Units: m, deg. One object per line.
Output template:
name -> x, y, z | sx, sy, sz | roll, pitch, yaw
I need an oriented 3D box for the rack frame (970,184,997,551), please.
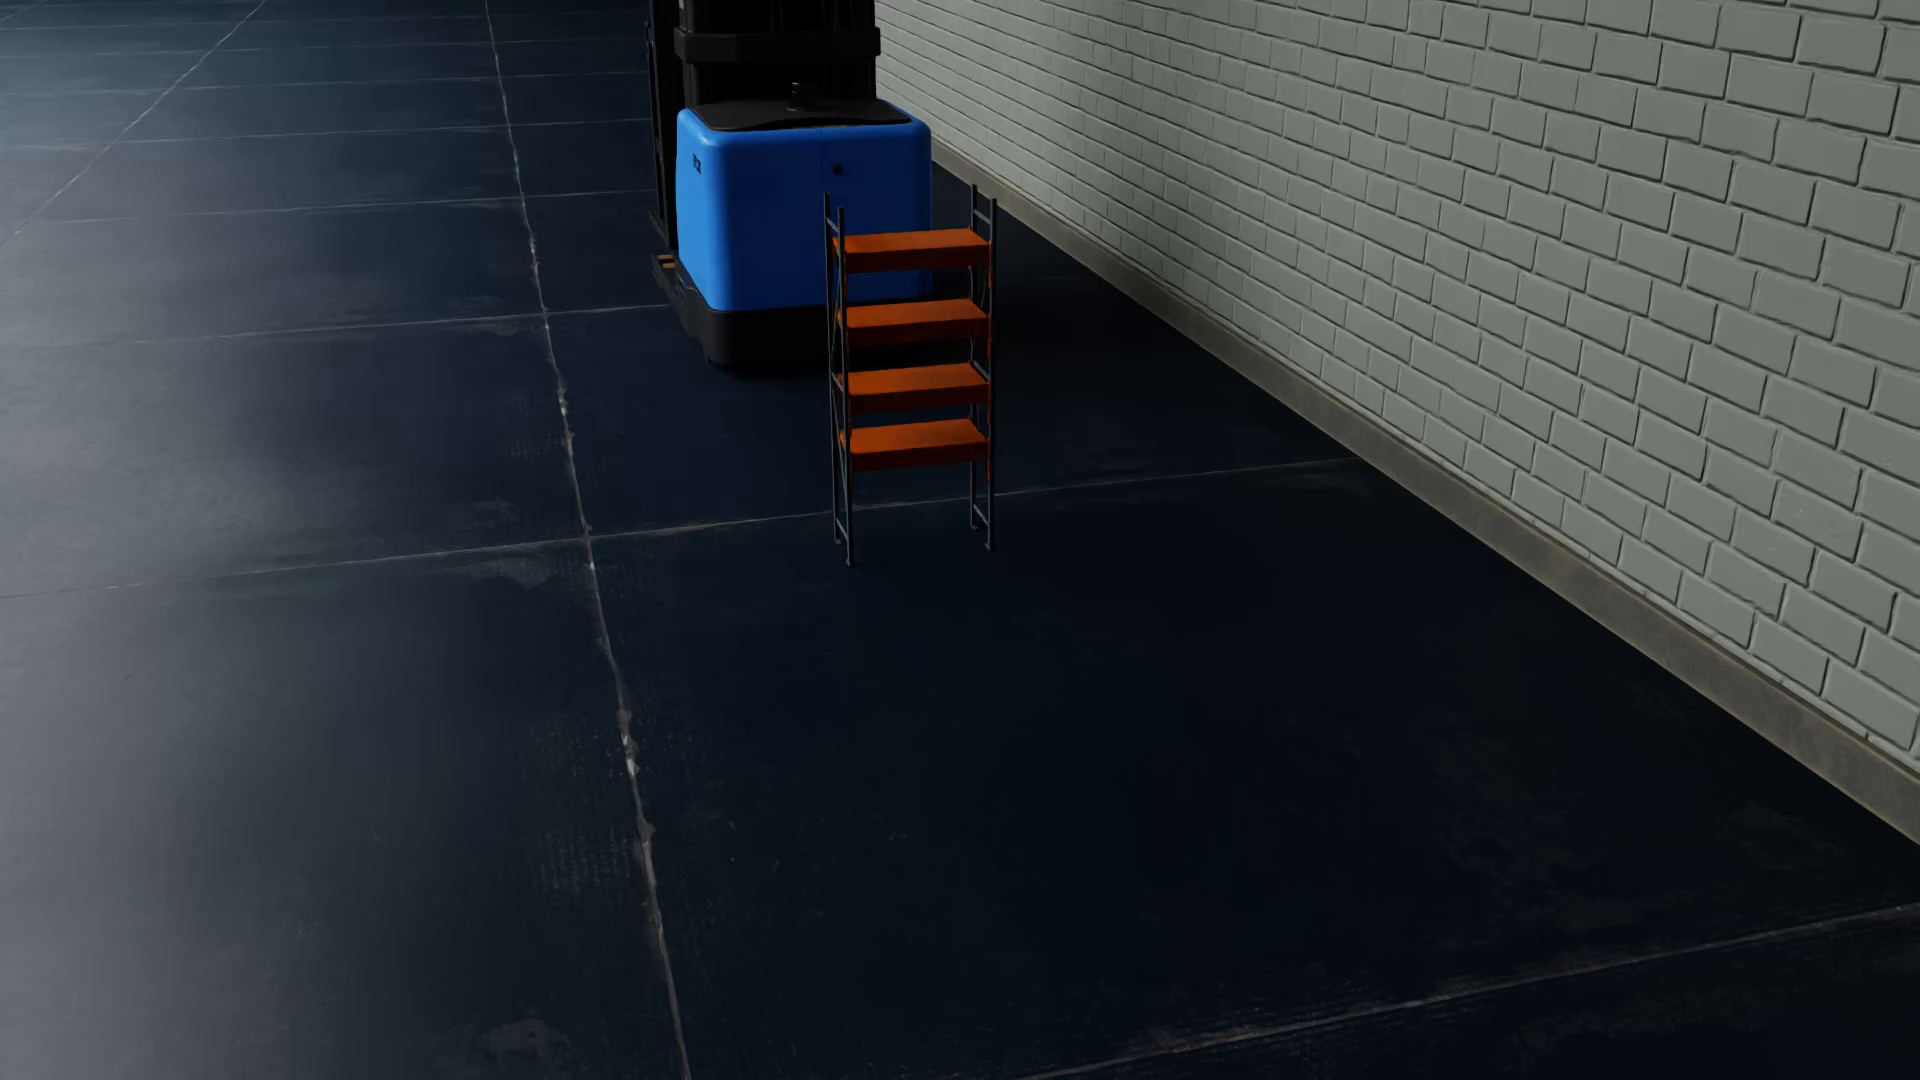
rack frame -> 0.076, -0.560, 5.533 | 0.015, 1.200, 0.240 | -6, 24, -14

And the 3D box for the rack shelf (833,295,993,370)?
rack shelf -> -0.159, -0.678, 5.411 | 0.480, 0.148, 0.258 | -6, 24, -14

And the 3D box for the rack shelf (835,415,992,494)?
rack shelf -> -0.159, -0.289, 5.577 | 0.480, 0.148, 0.258 | -6, 24, -14

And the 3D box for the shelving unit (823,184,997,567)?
shelving unit -> -0.159, -0.534, 5.472 | 0.503, 1.200, 0.258 | -6, 24, -14

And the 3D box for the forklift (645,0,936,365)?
forklift -> -1.026, -2.679, 8.278 | 1.130, 2.935, 3.031 | -7, 24, -15

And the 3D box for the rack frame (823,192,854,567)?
rack frame -> -0.394, -0.508, 5.412 | 0.015, 1.200, 0.240 | -6, 24, -14

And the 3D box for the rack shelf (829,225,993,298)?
rack shelf -> -0.159, -0.895, 5.317 | 0.480, 0.148, 0.258 | -6, 24, -14

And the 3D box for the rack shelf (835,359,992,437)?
rack shelf -> -0.159, -0.472, 5.499 | 0.480, 0.148, 0.258 | -6, 24, -14
